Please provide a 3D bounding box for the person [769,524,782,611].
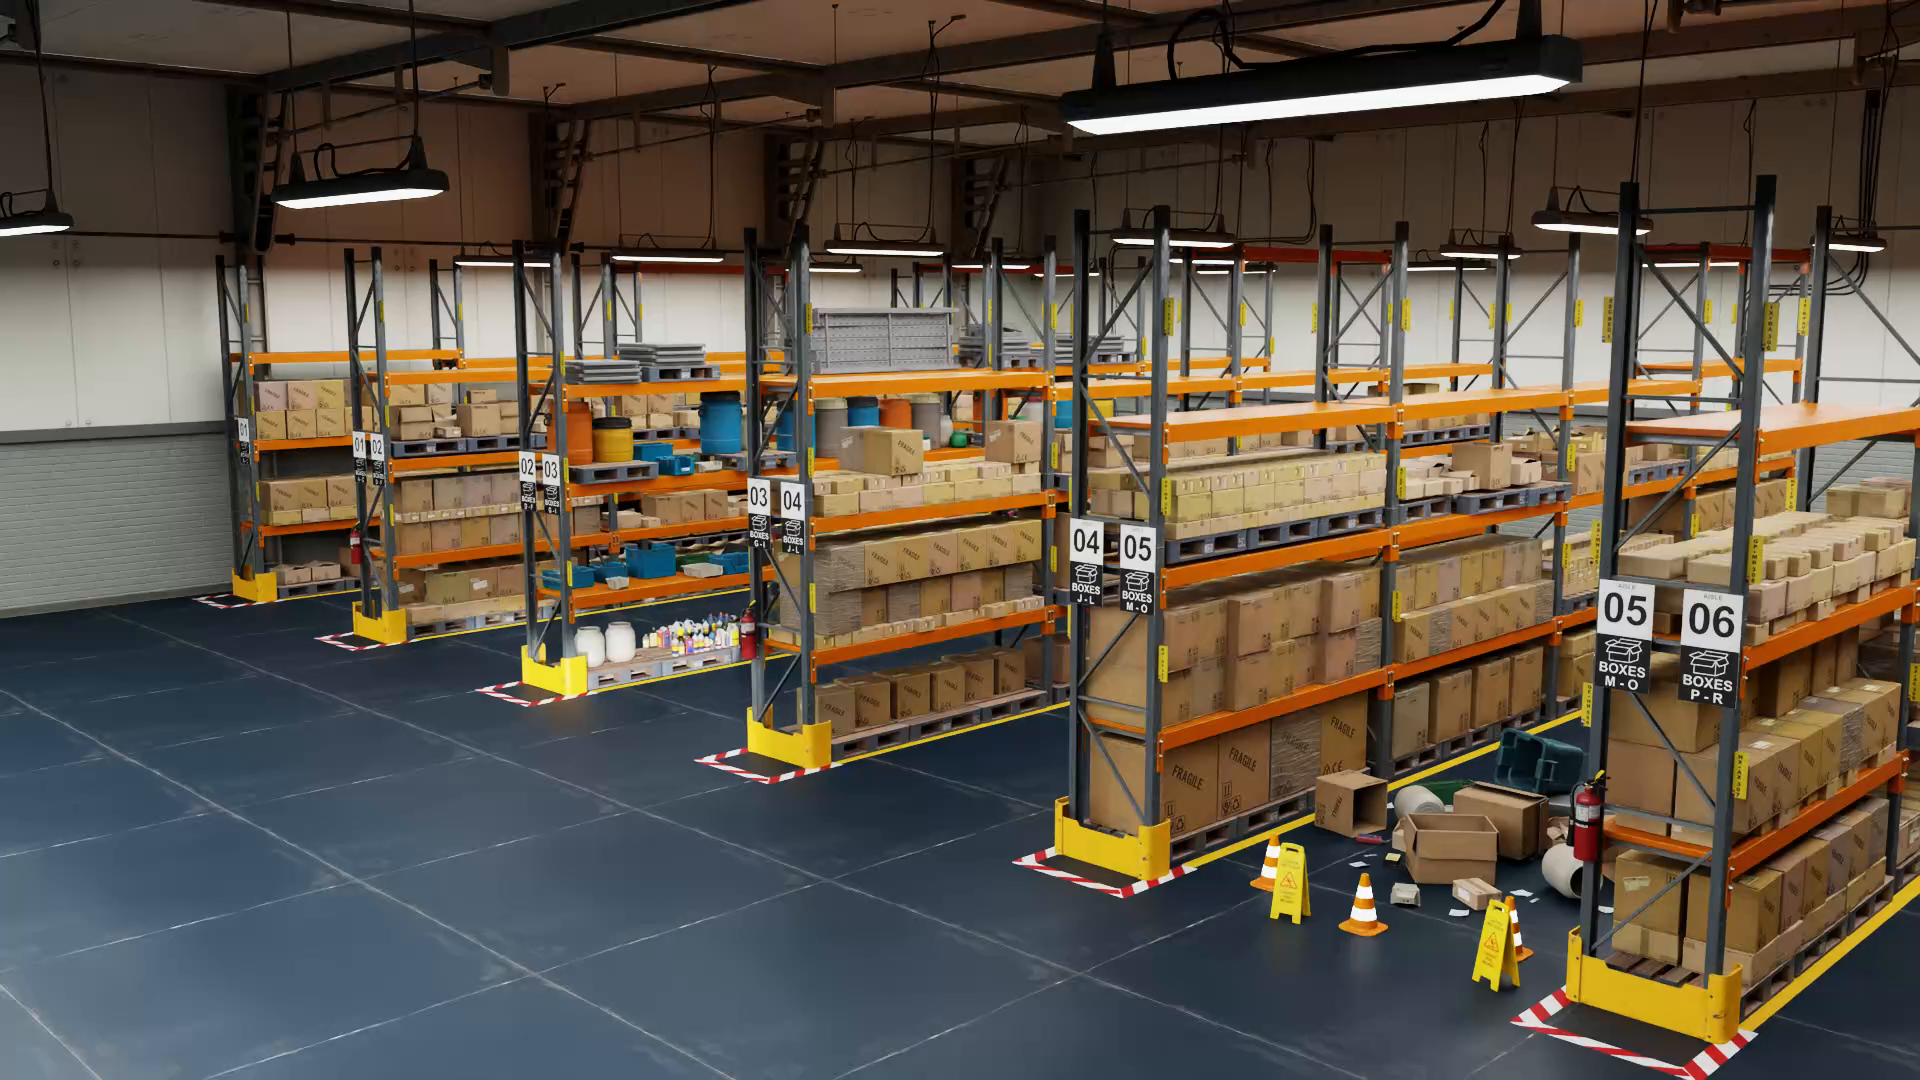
[{"bbox_3d":[-2.873,0.217,27.144,0.588,1.850,0.415,-4,9,-24],"label":"person"}]
